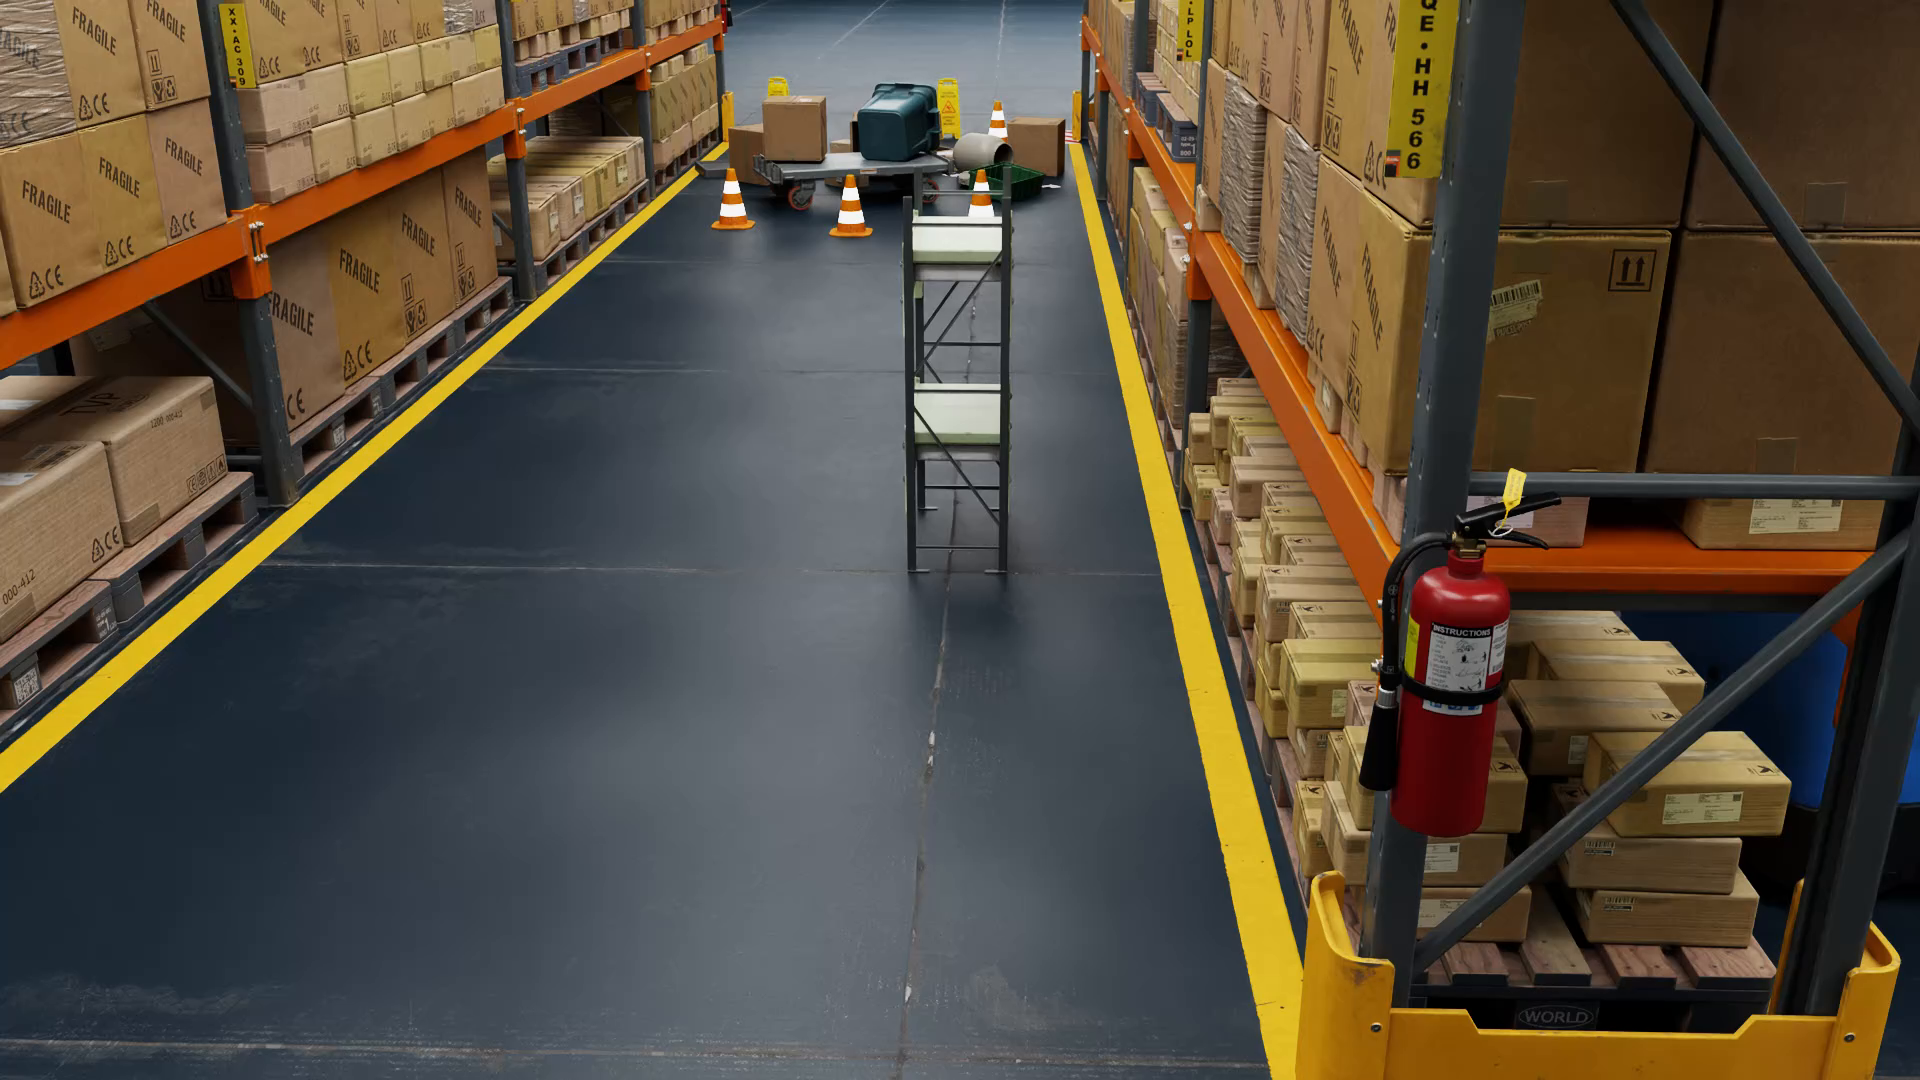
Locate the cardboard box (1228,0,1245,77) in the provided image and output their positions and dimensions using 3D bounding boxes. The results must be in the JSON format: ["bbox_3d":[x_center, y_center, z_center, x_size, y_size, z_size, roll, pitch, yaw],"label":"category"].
[{"bbox_3d":[1.220,-1.844,5.703,0.500,0.500,0.500,0,21,0],"label":"cardboard box"}]

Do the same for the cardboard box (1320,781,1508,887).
[{"bbox_3d":[1.087,0.706,4.011,0.380,0.149,0.250,0,21,0],"label":"cardboard box"}]

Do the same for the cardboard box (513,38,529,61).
[{"bbox_3d":[-3.113,-3.301,11.156,0.380,0.149,0.250,-1,21,-2],"label":"cardboard box"}]

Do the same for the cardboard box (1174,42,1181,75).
[{"bbox_3d":[1.347,-2.566,8.851,0.380,0.149,0.250,0,21,1],"label":"cardboard box"}]

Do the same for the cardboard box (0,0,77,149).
[{"bbox_3d":[-3.241,-1.530,5.305,0.500,0.500,0.500,1,21,2],"label":"cardboard box"}]

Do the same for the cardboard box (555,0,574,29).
[{"bbox_3d":[-3.088,-3.927,11.872,0.500,0.500,0.500,1,21,3],"label":"cardboard box"}]

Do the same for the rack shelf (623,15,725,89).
[{"bbox_3d":[-3.168,-4.839,16.348,1.077,0.370,4.000,1,21,2],"label":"rack shelf"}]

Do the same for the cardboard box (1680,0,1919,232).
[{"bbox_3d":[1.636,-0.905,3.283,0.500,0.500,0.500,1,21,1],"label":"cardboard box"}]

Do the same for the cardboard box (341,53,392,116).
[{"bbox_3d":[-3.148,-2.249,8.194,0.500,0.250,0.500,1,21,2],"label":"cardboard box"}]

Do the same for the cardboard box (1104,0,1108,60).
[{"bbox_3d":[1.422,-4.110,13.337,0.500,0.500,0.500,1,21,2],"label":"cardboard box"}]

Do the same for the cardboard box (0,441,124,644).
[{"bbox_3d":[-3.626,-0.010,5.870,0.875,0.438,0.875,0,21,0],"label":"cardboard box"}]

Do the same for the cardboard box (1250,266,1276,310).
[{"bbox_3d":[1.151,-0.848,5.415,0.380,0.149,0.250,2,21,4],"label":"cardboard box"}]

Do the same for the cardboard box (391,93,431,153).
[{"bbox_3d":[-3.125,-2.198,8.754,0.500,0.250,0.500,0,21,1],"label":"cardboard box"}]

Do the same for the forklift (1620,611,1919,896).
[{"bbox_3d":[3.601,-0.631,4.602,3.031,2.935,1.130,-3,21,-8],"label":"forklift"}]

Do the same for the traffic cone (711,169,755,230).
[{"bbox_3d":[-1.868,-2.805,13.617,0.336,0.463,0.334,1,21,2],"label":"traffic cone"}]

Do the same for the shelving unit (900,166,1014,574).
[{"bbox_3d":[0.000,-0.702,6.764,0.431,1.500,0.755,1,21,2],"label":"shelving unit"}]

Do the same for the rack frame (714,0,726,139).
[{"bbox_3d":[-3.108,-5.897,18.081,1.000,3.000,0.127,1,21,2],"label":"rack frame"}]

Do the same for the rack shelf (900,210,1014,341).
[{"bbox_3d":[0.000,-1.065,6.623,0.431,0.370,0.720,1,21,2],"label":"rack shelf"}]

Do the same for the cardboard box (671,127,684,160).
[{"bbox_3d":[-2.936,-3.768,15.815,0.500,0.250,0.500,2,21,5],"label":"cardboard box"}]

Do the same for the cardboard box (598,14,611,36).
[{"bbox_3d":[-2.971,-4.060,13.112,0.380,0.149,0.250,1,21,2],"label":"cardboard box"}]

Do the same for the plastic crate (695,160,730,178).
[{"bbox_3d":[-2.362,-3.649,16.322,0.402,0.080,0.583,-7,22,-17],"label":"plastic crate"}]

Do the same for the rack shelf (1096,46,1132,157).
[{"bbox_3d":[1.661,-3.375,12.574,1.077,0.370,4.000,1,21,2],"label":"rack shelf"}]

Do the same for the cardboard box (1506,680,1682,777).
[{"bbox_3d":[1.600,0.475,4.196,0.380,0.149,0.250,1,21,3],"label":"cardboard box"}]

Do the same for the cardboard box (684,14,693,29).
[{"bbox_3d":[-2.874,-5.179,16.578,0.380,0.149,0.250,0,21,1],"label":"cardboard box"}]

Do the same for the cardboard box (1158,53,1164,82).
[{"bbox_3d":[1.376,-2.809,9.888,0.380,0.149,0.250,2,21,4],"label":"cardboard box"}]

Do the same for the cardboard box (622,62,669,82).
[{"bbox_3d":[-2.878,-4.272,15.179,0.380,0.149,0.250,1,21,2],"label":"cardboard box"}]

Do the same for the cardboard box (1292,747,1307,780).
[{"bbox_3d":[1.159,0.568,4.778,0.380,0.149,0.250,1,21,2],"label":"cardboard box"}]

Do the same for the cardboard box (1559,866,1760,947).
[{"bbox_3d":[1.693,0.853,4.044,0.380,0.149,0.250,1,21,3],"label":"cardboard box"}]

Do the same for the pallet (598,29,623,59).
[{"bbox_3d":[-3.398,-4.087,13.680,1.003,0.211,1.213,1,21,2],"label":"pallet"}]

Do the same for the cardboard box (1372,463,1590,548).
[{"bbox_3d":[1.084,-0.098,3.483,0.380,0.149,0.250,1,21,2],"label":"cardboard box"}]

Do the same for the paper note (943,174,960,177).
[{"bbox_3d":[-0.066,-3.556,16.163,0.172,0.023,0.155,8,23,20],"label":"paper note"}]

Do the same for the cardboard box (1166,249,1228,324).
[{"bbox_3d":[1.248,-1.193,7.795,0.500,0.250,0.500,0,21,0],"label":"cardboard box"}]

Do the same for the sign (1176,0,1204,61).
[{"bbox_3d":[0.923,-2.085,6.656,0.100,0.325,0.005,1,21,2],"label":"sign"}]

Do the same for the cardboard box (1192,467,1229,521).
[{"bbox_3d":[1.138,-0.183,6.714,0.380,0.149,0.250,1,21,3],"label":"cardboard box"}]

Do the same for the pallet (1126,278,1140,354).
[{"bbox_3d":[1.575,-1.404,10.356,1.003,0.211,1.213,1,21,2],"label":"pallet"}]

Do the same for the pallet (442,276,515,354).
[{"bbox_3d":[-3.450,-1.421,10.398,1.003,0.211,1.213,1,21,2],"label":"pallet"}]

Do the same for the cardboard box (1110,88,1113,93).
[{"bbox_3d":[1.811,-3.865,15.200,0.875,0.875,0.875,1,21,2],"label":"cardboard box"}]

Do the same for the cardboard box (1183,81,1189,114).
[{"bbox_3d":[1.329,-2.236,8.412,0.380,0.149,0.250,2,21,4],"label":"cardboard box"}]

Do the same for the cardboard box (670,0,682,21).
[{"bbox_3d":[-2.917,-5.156,15.620,0.500,0.500,0.500,0,21,1],"label":"cardboard box"}]

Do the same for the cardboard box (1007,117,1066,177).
[{"bbox_3d":[0.743,-3.842,16.235,0.500,0.500,0.500,4,22,11],"label":"cardboard box"}]

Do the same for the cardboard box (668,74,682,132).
[{"bbox_3d":[-2.937,-4.119,15.681,0.500,0.500,0.500,1,21,4],"label":"cardboard box"}]

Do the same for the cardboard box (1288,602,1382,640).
[{"bbox_3d":[1.137,0.289,4.675,0.380,0.149,0.250,0,21,-1],"label":"cardboard box"}]

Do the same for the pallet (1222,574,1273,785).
[{"bbox_3d":[1.459,0.445,5.590,1.003,0.211,1.213,1,21,2],"label":"pallet"}]

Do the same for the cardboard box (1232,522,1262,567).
[{"bbox_3d":[1.144,0.050,5.703,0.380,0.149,0.250,0,21,1],"label":"cardboard box"}]

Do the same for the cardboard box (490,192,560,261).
[{"bbox_3d":[-3.324,-2.180,11.552,0.950,0.372,0.625,-1,21,-2],"label":"cardboard box"}]

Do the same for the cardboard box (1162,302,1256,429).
[{"bbox_3d":[1.249,-0.841,7.926,0.500,0.500,0.500,0,21,1],"label":"cardboard box"}]

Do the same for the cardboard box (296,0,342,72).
[{"bbox_3d":[-3.184,-2.411,7.577,0.500,0.500,0.500,1,21,1],"label":"cardboard box"}]

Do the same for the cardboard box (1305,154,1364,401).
[{"bbox_3d":[1.134,-0.631,3.959,0.500,0.500,0.500,0,21,1],"label":"cardboard box"}]

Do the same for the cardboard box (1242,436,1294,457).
[{"bbox_3d":[1.250,-0.277,6.134,0.380,0.149,0.250,0,21,0],"label":"cardboard box"}]

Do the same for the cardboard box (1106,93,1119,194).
[{"bbox_3d":[1.793,-3.355,14.058,1.050,0.750,0.750,1,21,1],"label":"cardboard box"}]
